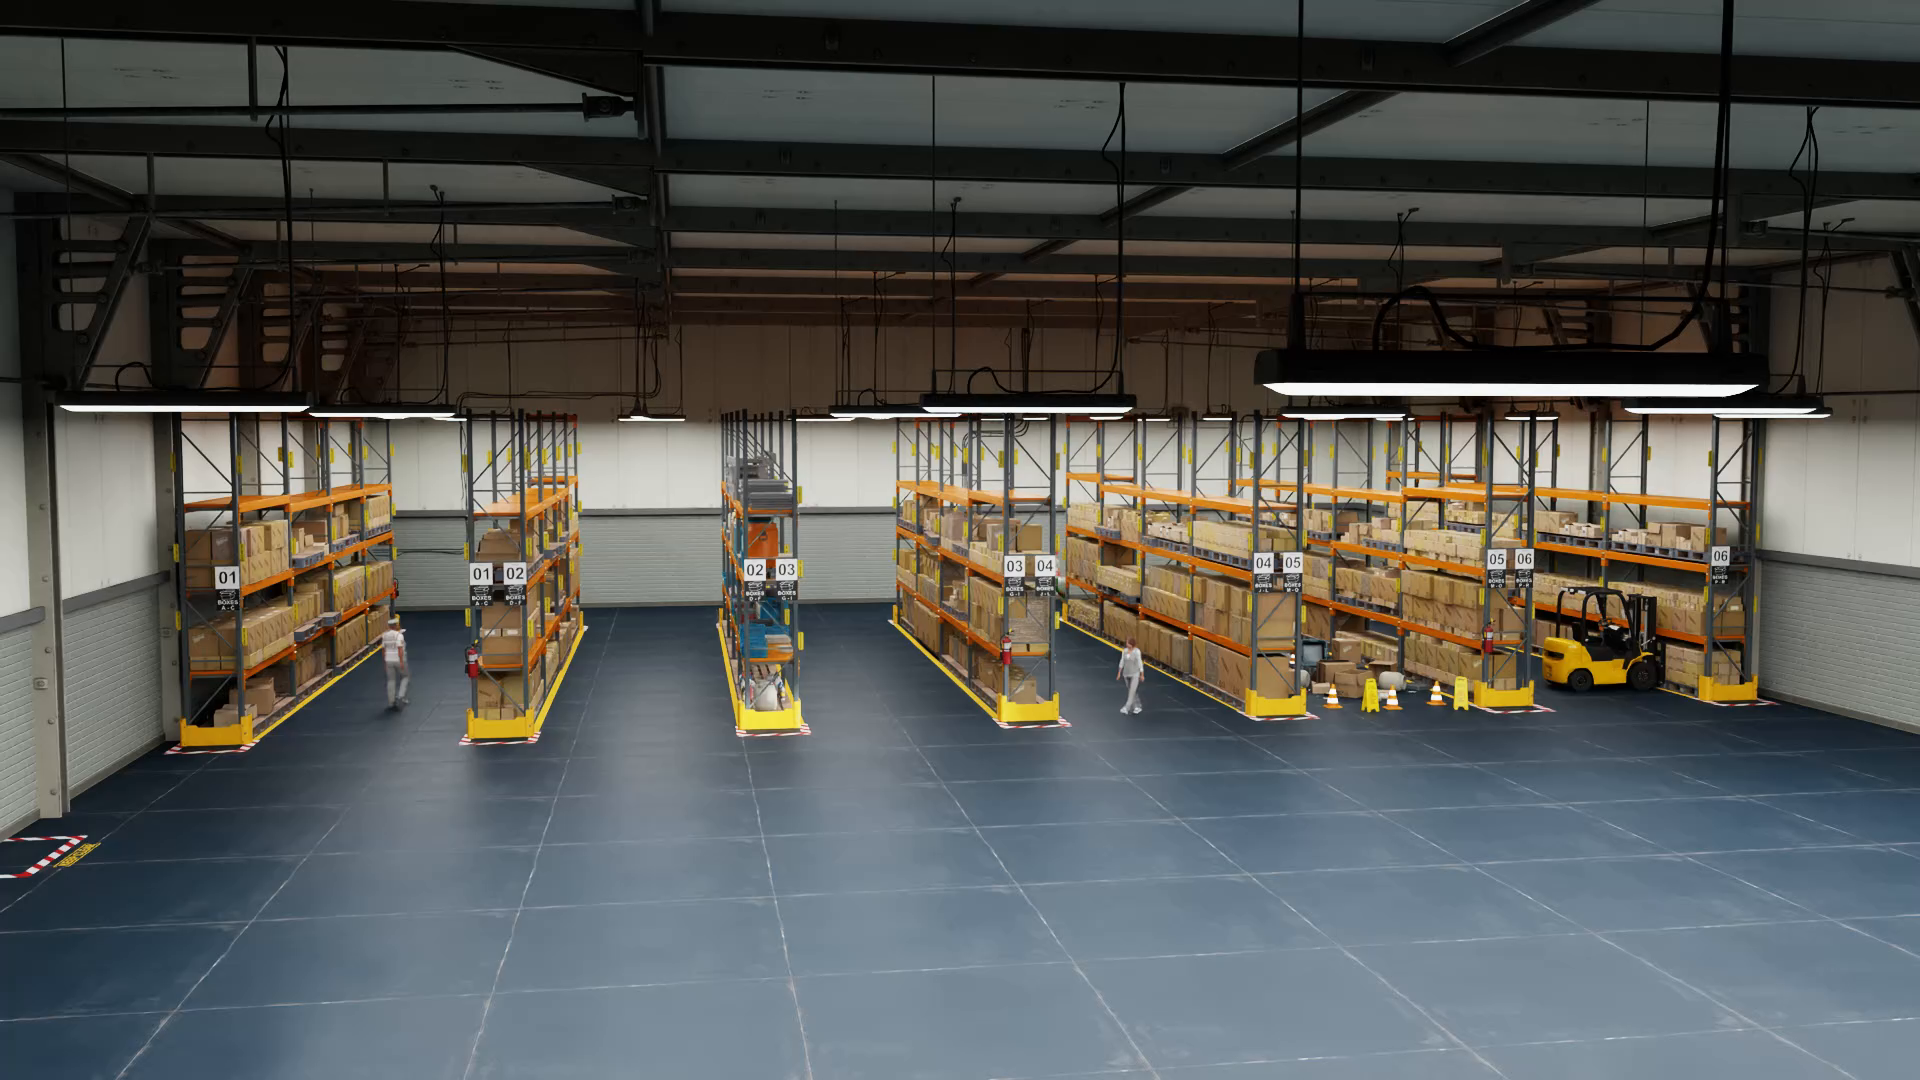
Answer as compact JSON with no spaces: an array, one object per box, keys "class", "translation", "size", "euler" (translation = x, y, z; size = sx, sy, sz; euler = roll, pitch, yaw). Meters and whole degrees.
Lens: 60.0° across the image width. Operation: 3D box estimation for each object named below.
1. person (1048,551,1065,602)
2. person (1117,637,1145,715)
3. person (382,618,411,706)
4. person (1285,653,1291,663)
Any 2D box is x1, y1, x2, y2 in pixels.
[{"class":"person","translation":[2.949,1.178,52.634],"size":[1.046,1.752,0.515],"euler":[-2,4,-23]},{"class":"person","translation":[3.298,2.663,32.537],"size":[0.454,1.544,0.993],"euler":[4,5,41]},{"class":"person","translation":[-11.482,2.485,33.793],"size":[0.563,1.765,0.538],"euler":[0,4,1]},{"class":"person","translation":[7.681,2.172,39.496],"size":[0.503,1.712,0.607],"euler":[-1,4,-16]}]
